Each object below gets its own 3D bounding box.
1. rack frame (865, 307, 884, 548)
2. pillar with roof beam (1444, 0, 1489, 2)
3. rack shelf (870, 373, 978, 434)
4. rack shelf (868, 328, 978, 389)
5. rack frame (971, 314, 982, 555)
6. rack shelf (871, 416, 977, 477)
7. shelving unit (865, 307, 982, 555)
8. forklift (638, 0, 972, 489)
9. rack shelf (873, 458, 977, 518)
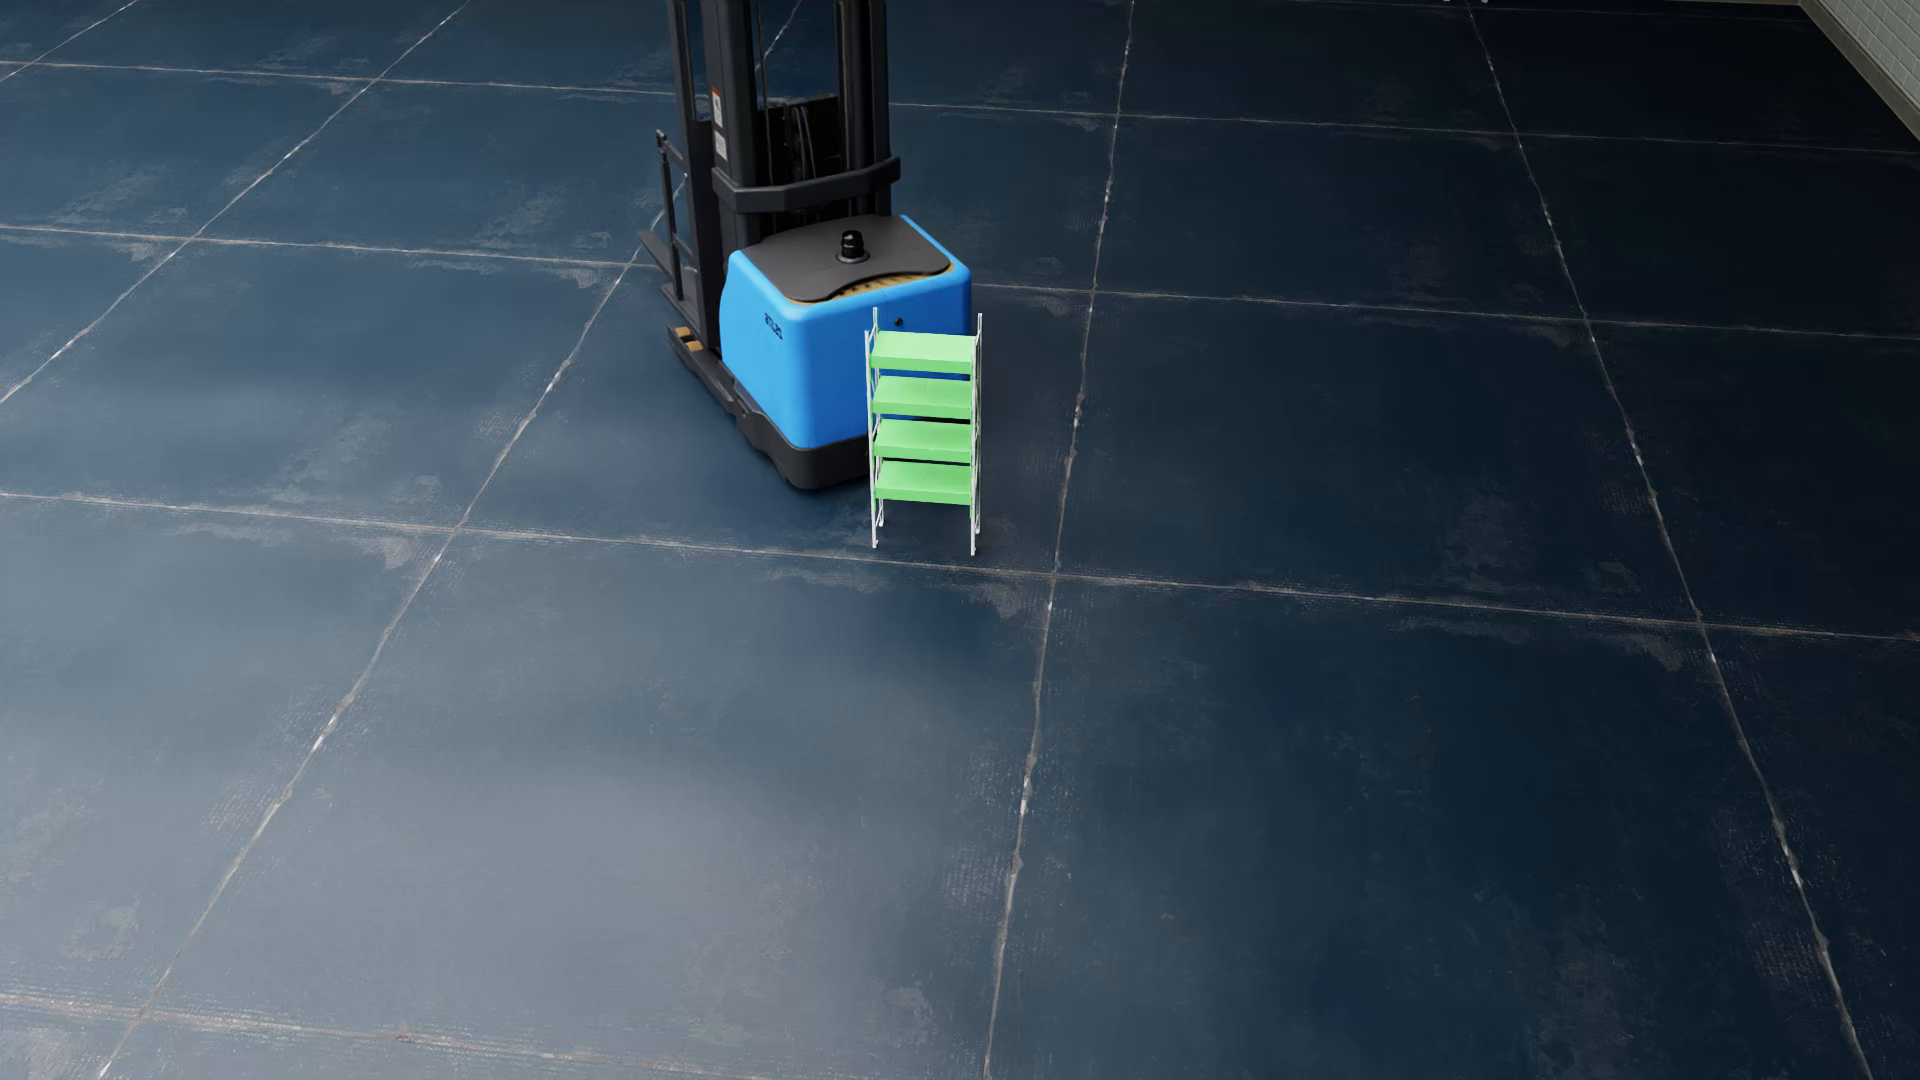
[{"bbox_3d":[-0.406,-0.519,7.944,0.015,1.200,0.240,4,36,6],"label":"rack frame"},{"bbox_3d":[4.068,-6.162,9.137,0.400,9.000,9.100,4,36,6],"label":"pillar with roof beam"},{"bbox_3d":[-0.164,-0.644,7.816,0.480,0.148,0.258,4,36,6],"label":"rack shelf"},{"bbox_3d":[-0.164,-0.839,7.677,0.480,0.148,0.258,4,36,6],"label":"rack shelf"},{"bbox_3d":[0.078,-0.483,7.893,0.015,1.200,0.240,4,36,6],"label":"rack frame"},{"bbox_3d":[-0.164,-0.449,7.956,0.480,0.148,0.258,4,36,6],"label":"rack shelf"},{"bbox_3d":[-0.164,-0.501,7.919,0.503,1.200,0.258,4,36,6],"label":"shelving unit"},{"bbox_3d":[-1.056,-2.290,8.936,1.130,2.935,3.031,-17,39,-22],"label":"forklift"},{"bbox_3d":[-0.164,-0.253,8.095,0.480,0.148,0.258,4,36,6],"label":"rack shelf"}]
